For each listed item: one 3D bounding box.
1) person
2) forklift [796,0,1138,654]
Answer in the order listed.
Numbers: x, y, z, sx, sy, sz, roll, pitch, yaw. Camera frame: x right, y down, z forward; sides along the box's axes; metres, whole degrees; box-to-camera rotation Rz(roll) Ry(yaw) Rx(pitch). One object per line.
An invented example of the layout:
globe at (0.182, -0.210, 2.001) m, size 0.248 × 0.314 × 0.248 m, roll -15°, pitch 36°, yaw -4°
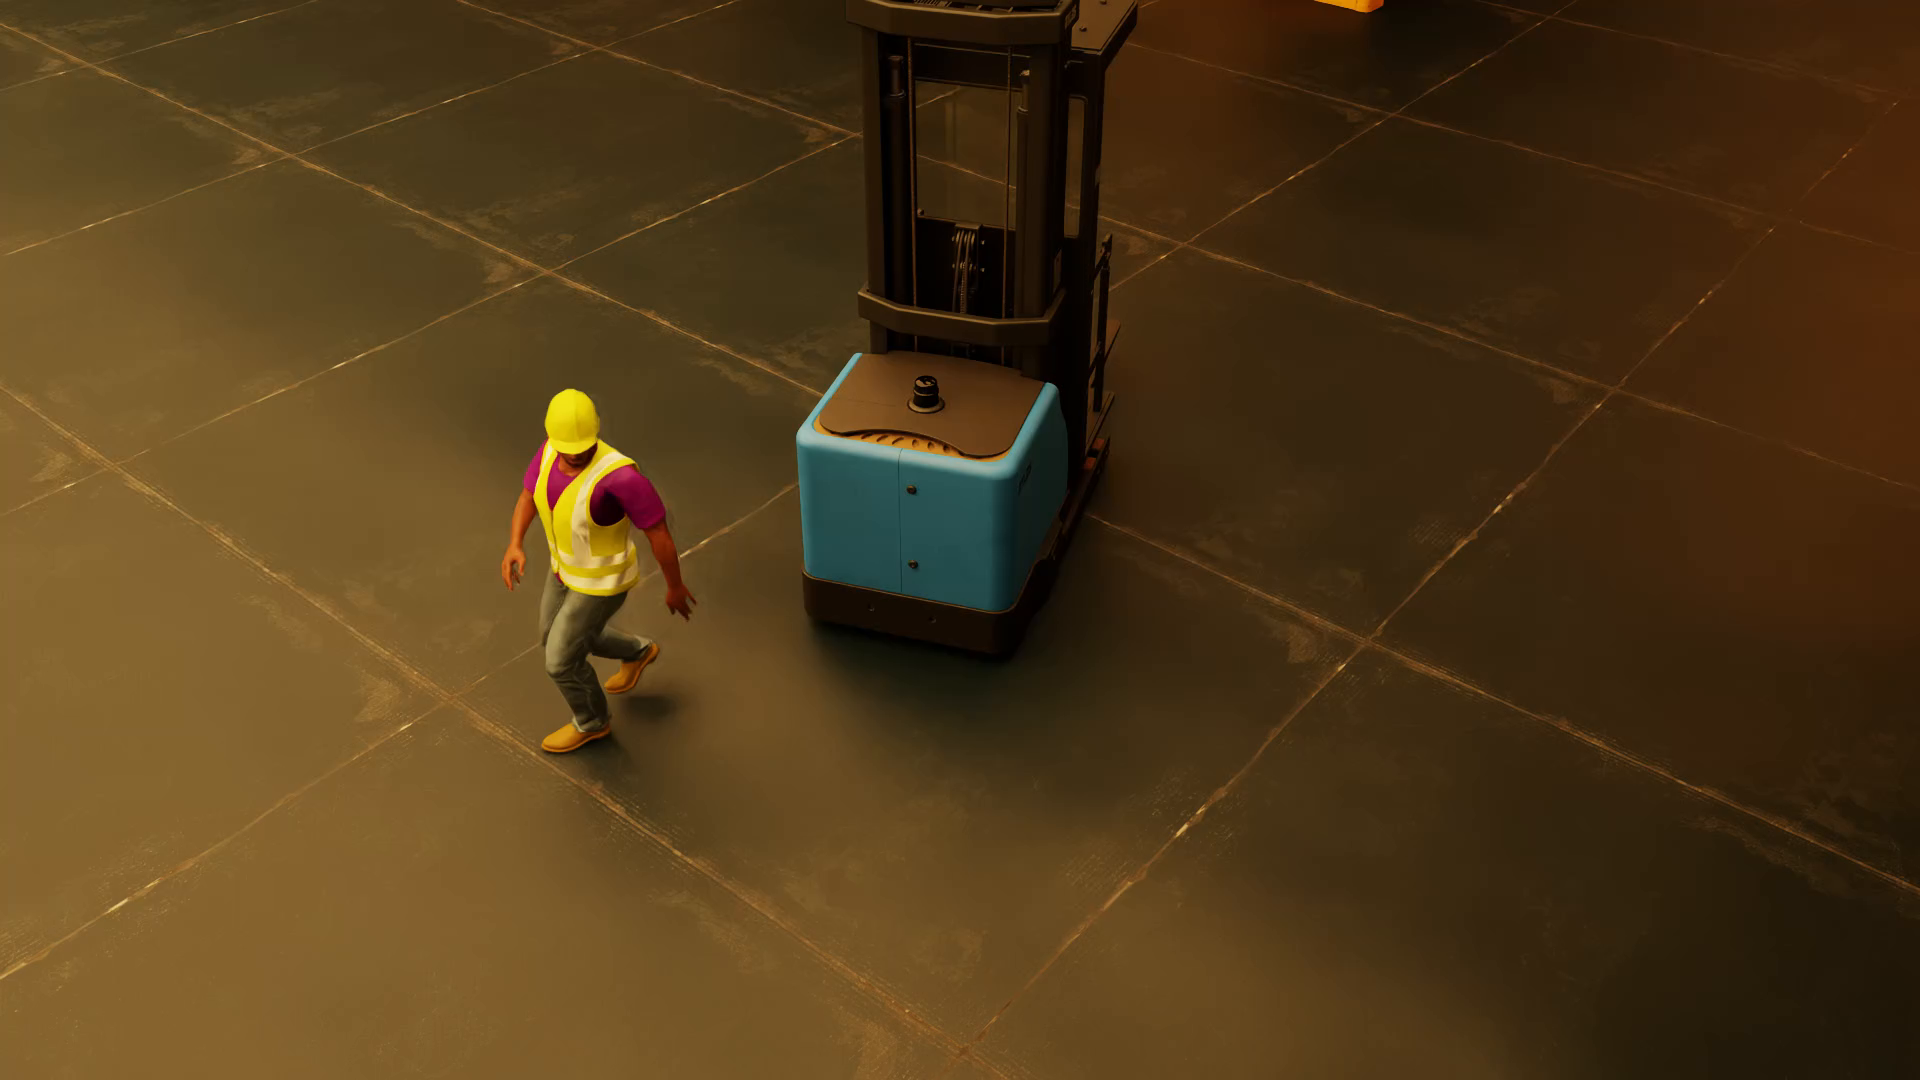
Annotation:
person at (-1.535, 0.134, 6.878) m, size 0.665 × 1.702 × 0.713 m, roll -21°, pitch 41°, yaw -26°
forklift at (0.182, -1.527, 8.118) m, size 1.130 × 2.935 × 3.031 m, roll 10°, pitch 37°, yaw 14°
